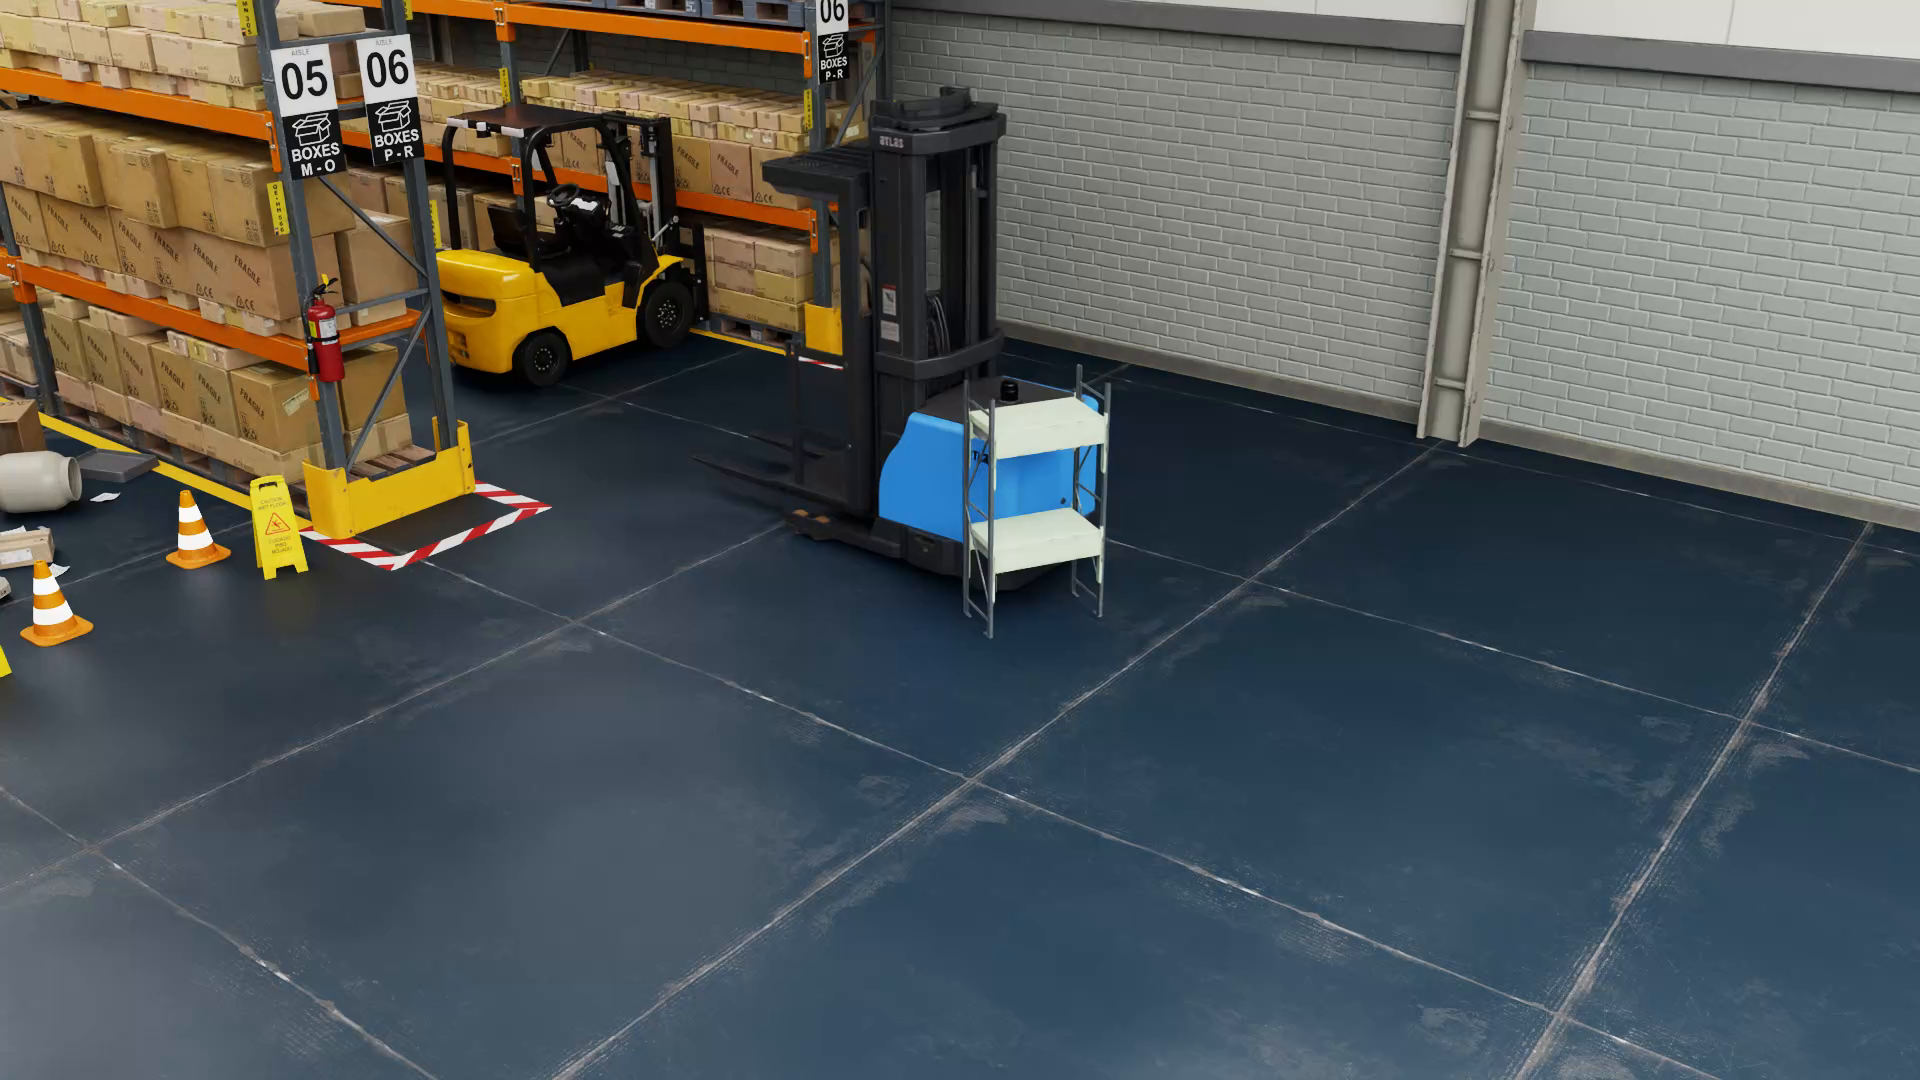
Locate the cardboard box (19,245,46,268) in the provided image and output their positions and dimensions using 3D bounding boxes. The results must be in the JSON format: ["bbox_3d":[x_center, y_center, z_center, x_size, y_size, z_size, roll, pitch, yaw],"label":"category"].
[{"bbox_3d":[-7.059,-2.248,12.944,0.250,0.149,0.380,17,29,33],"label":"cardboard box"}]

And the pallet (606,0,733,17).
[{"bbox_3d":[-2.475,-4.984,15.231,1.213,0.211,1.003,17,29,33],"label":"pallet"}]

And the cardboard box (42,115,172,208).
[{"bbox_3d":[-6.116,-2.745,12.027,0.500,0.500,0.700,16,28,32],"label":"cardboard box"}]

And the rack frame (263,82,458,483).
[{"bbox_3d":[-3.918,-1.575,11.105,0.127,3.000,1.000,17,29,33],"label":"rack frame"}]

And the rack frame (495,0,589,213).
[{"bbox_3d":[-4.145,-4.145,16.937,0.127,3.000,1.000,17,29,33],"label":"rack frame"}]

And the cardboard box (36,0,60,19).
[{"bbox_3d":[-6.208,-3.748,11.638,0.250,0.149,0.380,16,28,32],"label":"cardboard box"}]

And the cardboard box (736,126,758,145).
[{"bbox_3d":[-1.783,-3.649,14.882,0.250,0.149,0.380,17,29,34],"label":"cardboard box"}]

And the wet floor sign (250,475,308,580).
[{"bbox_3d":[-4.408,-0.107,10.692,0.267,0.644,0.232,-15,28,-30],"label":"wet floor sign"}]

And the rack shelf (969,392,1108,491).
[{"bbox_3d":[0.445,-0.585,9.750,0.720,0.370,0.431,-10,26,-21],"label":"rack shelf"}]

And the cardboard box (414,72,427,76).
[{"bbox_3d":[-5.850,-4.837,17.580,0.250,0.149,0.380,16,28,32],"label":"cardboard box"}]

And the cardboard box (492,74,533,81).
[{"bbox_3d":[-4.680,-4.784,17.460,0.250,0.149,0.380,17,29,33],"label":"cardboard box"}]

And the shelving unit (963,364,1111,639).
[{"bbox_3d":[0.445,-0.228,9.907,0.755,1.500,0.431,-10,26,-21],"label":"shelving unit"}]

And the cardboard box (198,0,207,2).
[{"bbox_3d":[-5.026,-3.689,11.505,0.250,0.149,0.380,18,29,35],"label":"cardboard box"}]

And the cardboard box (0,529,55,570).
[{"bbox_3d":[-6.178,0.064,10.920,0.380,0.149,0.250,-10,26,-21],"label":"cardboard box"}]

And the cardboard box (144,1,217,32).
[{"bbox_3d":[-5.128,-3.454,10.973,0.250,0.149,0.380,17,29,33],"label":"cardboard box"}]

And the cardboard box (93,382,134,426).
[{"bbox_3d":[-6.375,-1.121,12.964,0.500,0.250,0.500,19,30,36],"label":"cardboard box"}]

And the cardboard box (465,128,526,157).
[{"bbox_3d":[-4.705,-4.114,17.053,0.500,0.250,0.500,18,29,34],"label":"cardboard box"}]

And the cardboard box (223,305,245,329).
[{"bbox_3d":[-4.807,-1.576,11.419,0.250,0.149,0.380,16,29,32],"label":"cardboard box"}]

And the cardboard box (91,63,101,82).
[{"bbox_3d":[-5.781,-3.272,11.547,0.250,0.149,0.380,17,29,34],"label":"cardboard box"}]

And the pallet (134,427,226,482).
[{"bbox_3d":[-5.580,-0.821,12.851,1.213,0.211,1.003,17,29,33],"label":"pallet"}]

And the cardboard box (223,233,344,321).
[{"bbox_3d":[-4.518,-1.800,11.121,0.500,0.500,0.500,16,29,32],"label":"cardboard box"}]

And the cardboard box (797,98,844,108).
[{"bbox_3d":[-1.260,-3.891,15.064,0.250,0.149,0.380,18,29,35],"label":"cardboard box"}]

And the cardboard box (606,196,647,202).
[{"bbox_3d":[-3.221,-3.362,16.810,0.500,0.250,0.500,16,29,33],"label":"cardboard box"}]

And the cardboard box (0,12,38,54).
[{"bbox_3d":[-6.513,-3.666,11.948,0.500,0.250,0.500,17,29,33],"label":"cardboard box"}]

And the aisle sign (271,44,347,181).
[{"bbox_3d":[-4.043,-2.656,10.335,0.004,0.787,0.394,17,29,33],"label":"aisle sign"}]

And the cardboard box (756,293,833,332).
[{"bbox_3d":[-1.510,-2.123,15.238,0.500,0.250,0.500,17,29,34],"label":"cardboard box"}]

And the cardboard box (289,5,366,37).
[{"bbox_3d":[-4.080,-3.350,10.735,0.250,0.149,0.380,17,29,33],"label":"cardboard box"}]

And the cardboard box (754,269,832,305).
[{"bbox_3d":[-1.521,-2.357,15.149,0.500,0.250,0.500,16,29,33],"label":"cardboard box"}]

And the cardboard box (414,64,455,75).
[{"bbox_3d":[-5.724,-5.077,18.123,0.250,0.149,0.380,18,29,35],"label":"cardboard box"}]

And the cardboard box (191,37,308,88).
[{"bbox_3d":[-4.489,-3.052,10.554,0.500,0.250,0.500,16,29,33],"label":"cardboard box"}]

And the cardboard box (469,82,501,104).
[{"bbox_3d":[-4.769,-4.555,16.940,0.250,0.149,0.380,16,29,33],"label":"cardboard box"}]

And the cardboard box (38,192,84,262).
[{"bbox_3d":[-6.518,-2.414,12.516,0.500,0.500,0.500,17,29,33],"label":"cardboard box"}]

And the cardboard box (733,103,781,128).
[{"bbox_3d":[-1.799,-3.779,14.810,0.250,0.149,0.380,18,29,34],"label":"cardboard box"}]

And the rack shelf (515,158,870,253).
[{"bbox_3d":[-2.545,-3.332,15.985,4.000,0.370,1.077,17,29,33],"label":"rack shelf"}]

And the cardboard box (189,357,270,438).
[{"bbox_3d":[-5.135,-1.087,11.956,0.500,0.500,0.500,18,30,35],"label":"cardboard box"}]

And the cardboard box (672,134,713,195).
[{"bbox_3d":[-2.315,-3.510,15.372,0.500,0.500,0.500,16,29,32],"label":"cardboard box"}]

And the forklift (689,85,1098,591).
[{"bbox_3d":[-0.572,-1.485,10.984,3.031,2.935,1.130,17,29,34],"label":"forklift"}]

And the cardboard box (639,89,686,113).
[{"bbox_3d":[-2.779,-4.110,15.561,0.250,0.149,0.380,17,29,33],"label":"cardboard box"}]

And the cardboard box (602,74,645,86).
[{"bbox_3d":[-3.313,-4.510,16.469,0.250,0.149,0.380,17,29,33],"label":"cardboard box"}]

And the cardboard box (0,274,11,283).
[{"bbox_3d":[-9.278,-2.184,15.225,0.625,0.372,0.950,16,28,32],"label":"cardboard box"}]

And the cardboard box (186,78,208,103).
[{"bbox_3d":[-4.783,-2.954,10.826,0.250,0.149,0.380,18,29,35],"label":"cardboard box"}]

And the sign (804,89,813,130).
[{"bbox_3d":[-1.281,-3.644,14.071,0.005,0.325,0.100,17,29,33],"label":"sign"}]

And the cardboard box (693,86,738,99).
[{"bbox_3d":[-2.305,-4.190,15.742,0.250,0.149,0.380,17,29,34],"label":"cardboard box"}]

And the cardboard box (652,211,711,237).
[{"bbox_3d":[-2.723,-2.945,15.864,0.500,0.250,0.500,16,28,32],"label":"cardboard box"}]

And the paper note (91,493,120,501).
[{"bbox_3d":[-6.128,-0.313,11.922,0.148,0.019,0.142,7,25,15],"label":"paper note"}]

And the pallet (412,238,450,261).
[{"bbox_3d":[-5.738,-3.329,18.545,1.213,0.211,1.003,17,29,33],"label":"pallet"}]

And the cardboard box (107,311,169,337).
[{"bbox_3d":[-6.115,-1.649,12.428,0.250,0.149,0.380,19,30,36],"label":"cardboard box"}]

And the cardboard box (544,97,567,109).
[{"bbox_3d":[-3.840,-4.264,16.278,0.250,0.149,0.380,18,29,34],"label":"cardboard box"}]

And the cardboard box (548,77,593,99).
[{"bbox_3d":[-3.794,-4.423,16.270,0.250,0.149,0.380,17,29,34],"label":"cardboard box"}]

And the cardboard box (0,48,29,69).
[{"bbox_3d":[-6.842,-3.564,12.209,0.250,0.149,0.380,17,29,33],"label":"cardboard box"}]

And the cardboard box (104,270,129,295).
[{"bbox_3d":[-6.041,-1.936,12.235,0.250,0.149,0.380,17,29,34],"label":"cardboard box"}]

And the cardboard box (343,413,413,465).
[{"bbox_3d":[-4.398,-0.794,12.220,0.500,0.250,0.500,17,29,33],"label":"cardboard box"}]

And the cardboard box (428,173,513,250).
[{"bbox_3d":[-5.186,-3.563,18.041,0.625,0.625,0.875,16,29,33],"label":"cardboard box"}]

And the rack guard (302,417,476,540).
[{"bbox_3d":[-3.979,-0.450,11.651,0.348,0.500,1.175,17,29,33],"label":"rack guard"}]

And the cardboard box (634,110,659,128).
[{"bbox_3d":[-2.822,-3.945,15.556,0.250,0.149,0.380,16,28,32],"label":"cardboard box"}]

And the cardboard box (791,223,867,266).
[{"bbox_3d":[-1.215,-2.747,15.413,0.500,0.250,0.500,16,29,33],"label":"cardboard box"}]
